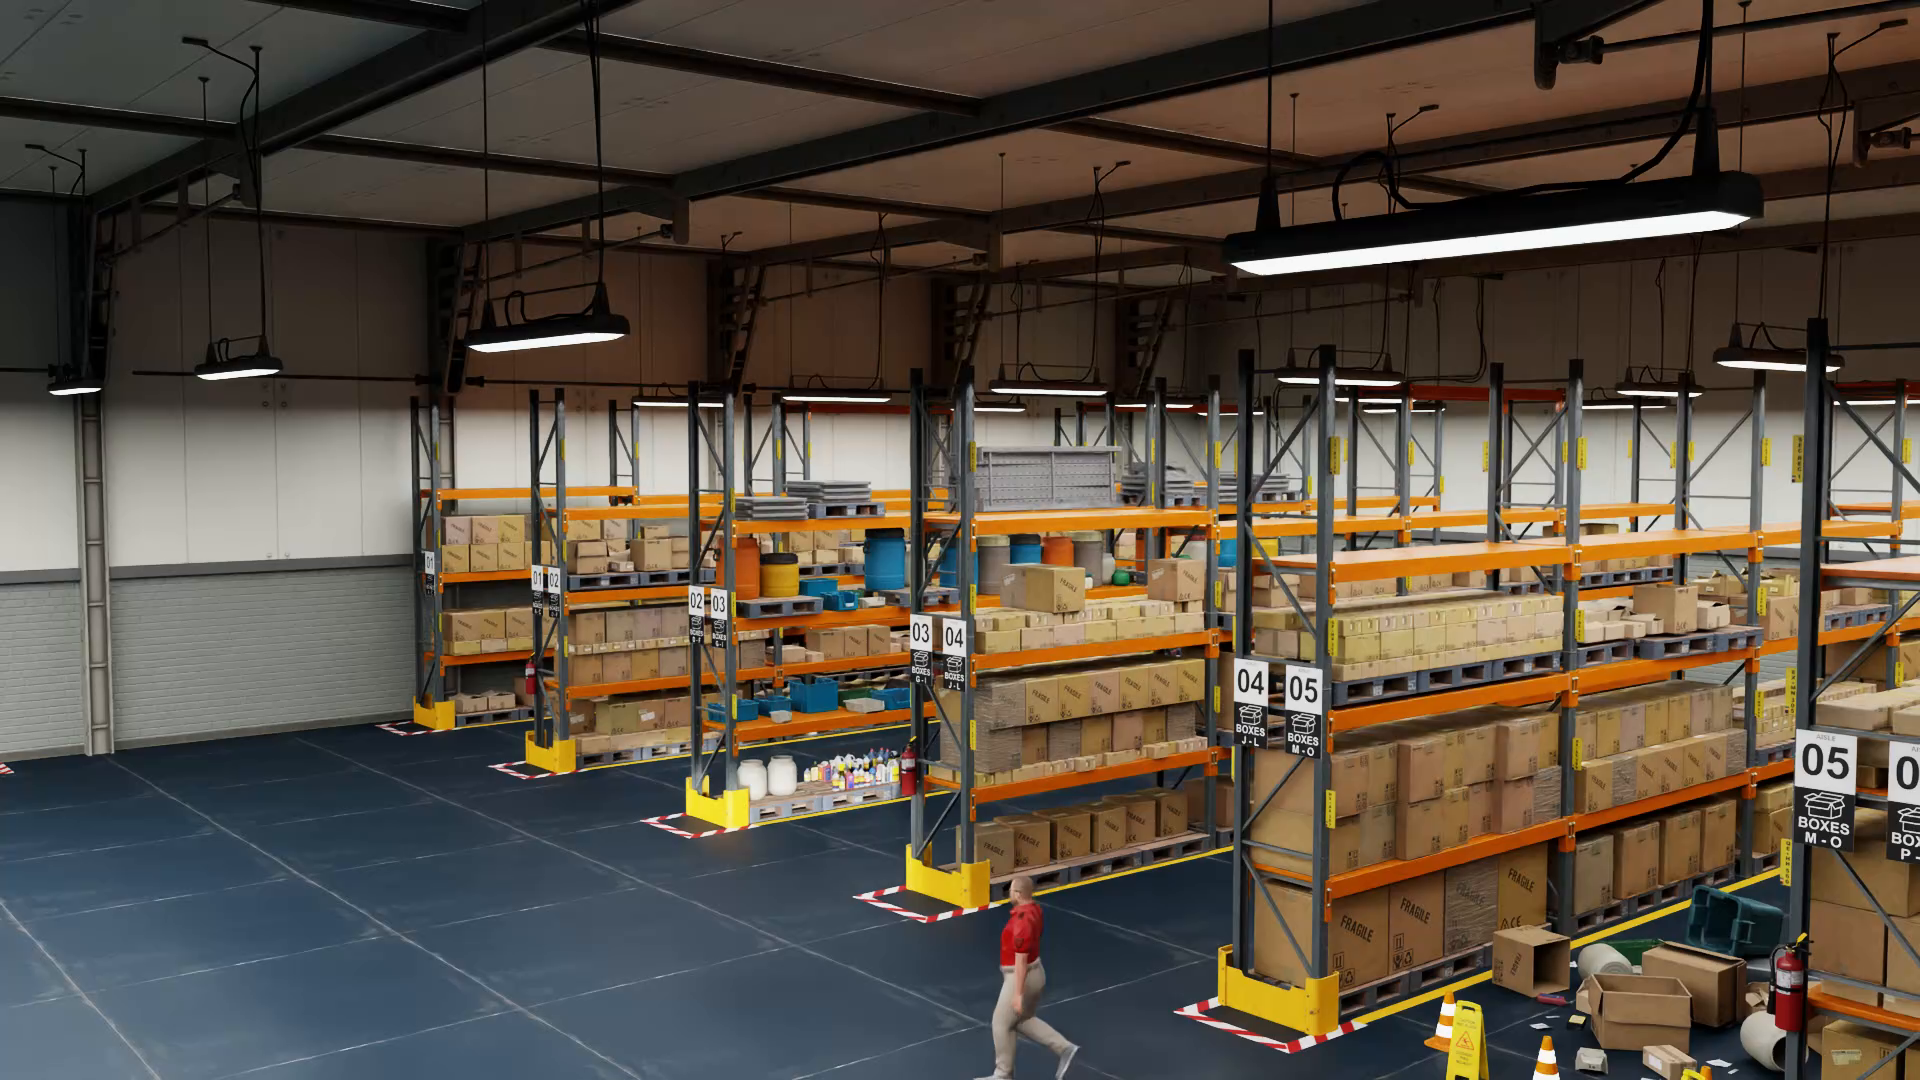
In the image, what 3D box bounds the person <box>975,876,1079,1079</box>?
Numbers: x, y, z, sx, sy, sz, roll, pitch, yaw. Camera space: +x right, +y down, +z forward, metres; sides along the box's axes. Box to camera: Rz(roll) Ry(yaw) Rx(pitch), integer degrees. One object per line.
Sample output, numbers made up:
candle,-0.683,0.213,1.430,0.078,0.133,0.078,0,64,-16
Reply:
person,0.533,3.516,13.265,0.821,1.699,0.581,1,3,12
